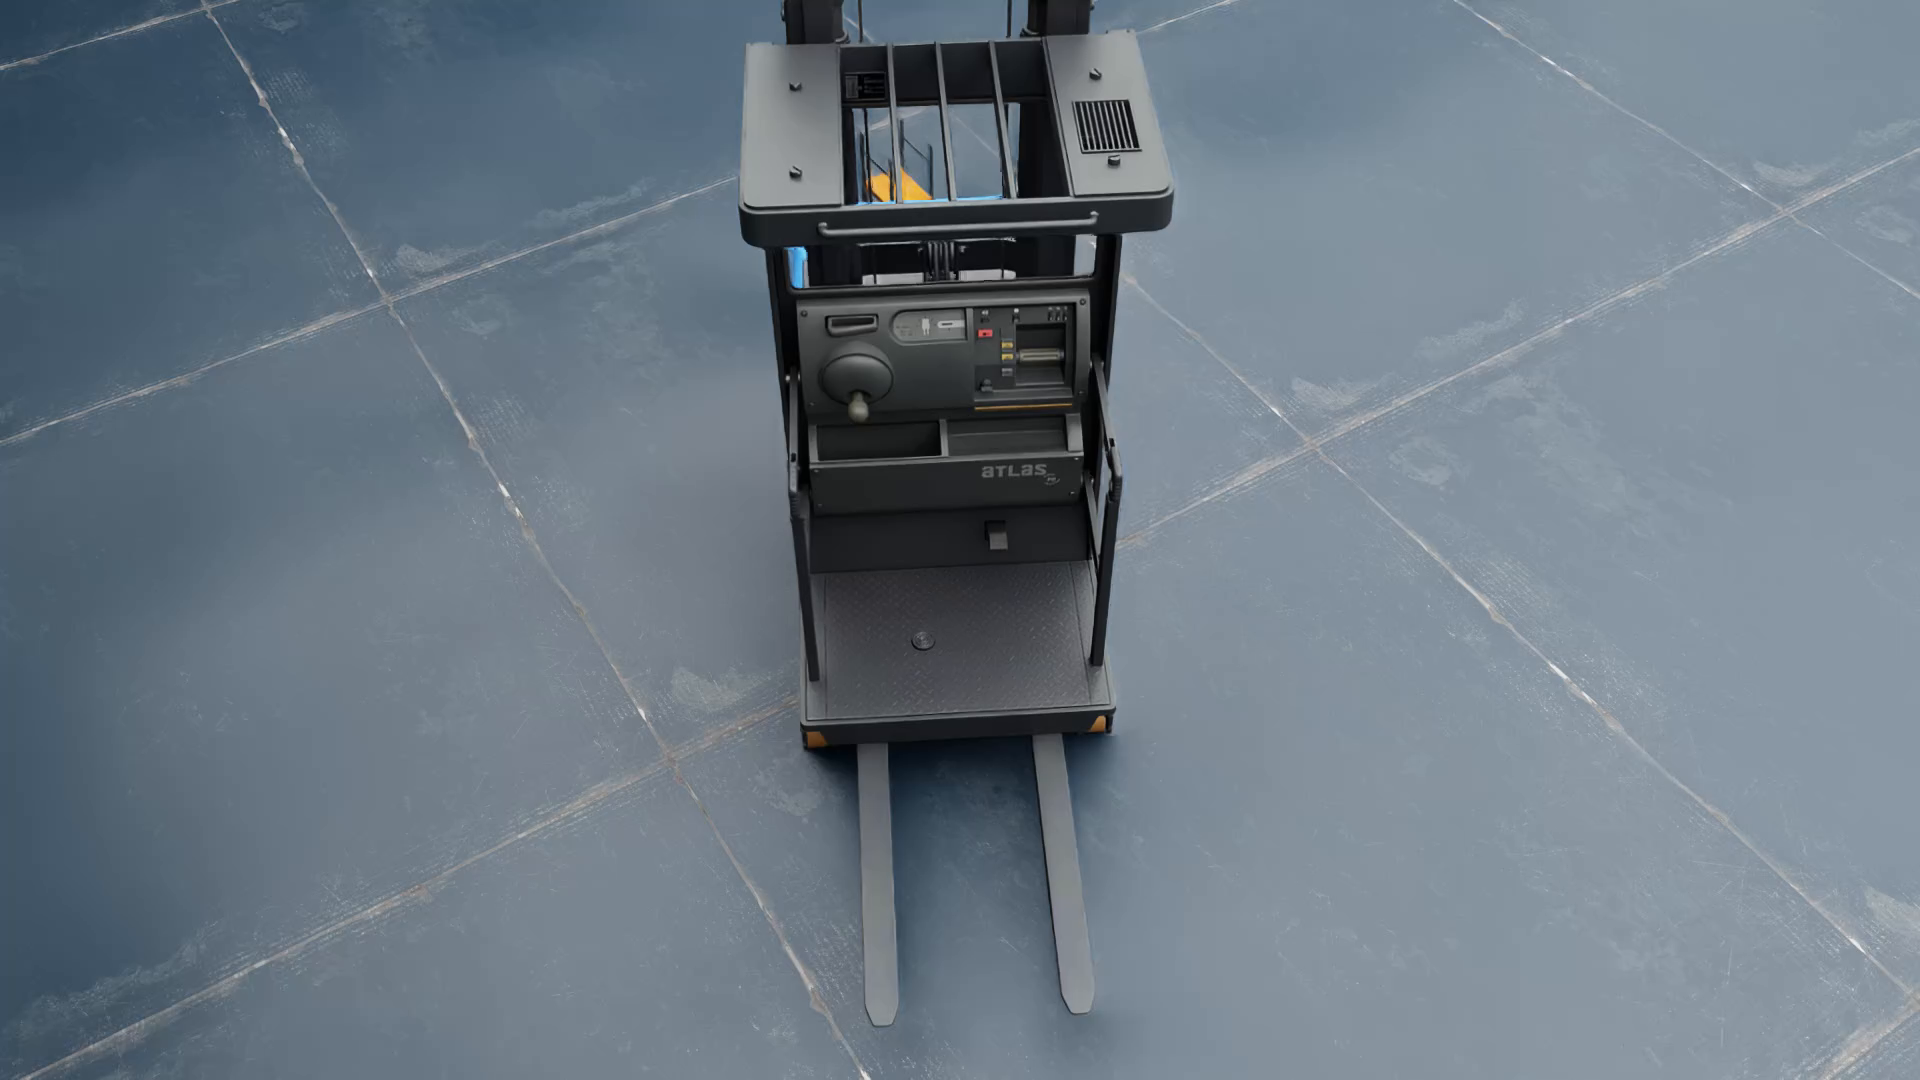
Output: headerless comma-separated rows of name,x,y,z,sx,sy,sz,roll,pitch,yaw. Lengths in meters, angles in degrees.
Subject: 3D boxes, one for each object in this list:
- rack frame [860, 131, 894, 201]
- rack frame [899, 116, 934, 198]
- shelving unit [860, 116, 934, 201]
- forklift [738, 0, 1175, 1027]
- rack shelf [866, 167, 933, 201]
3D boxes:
rack frame,-0.326,-1.128,6.895,0.006,1.200,0.240,-26,53,-21
rack frame,-0.173,-1.203,6.962,0.006,1.200,0.240,-26,53,-21
shelving unit,-0.249,-1.165,6.929,0.189,1.200,0.258,-26,53,-21
forklift,-0.033,-0.486,5.166,1.130,2.935,3.031,-3,48,-3
rack shelf,-0.249,-1.376,6.694,0.180,0.103,0.258,-26,53,-21
